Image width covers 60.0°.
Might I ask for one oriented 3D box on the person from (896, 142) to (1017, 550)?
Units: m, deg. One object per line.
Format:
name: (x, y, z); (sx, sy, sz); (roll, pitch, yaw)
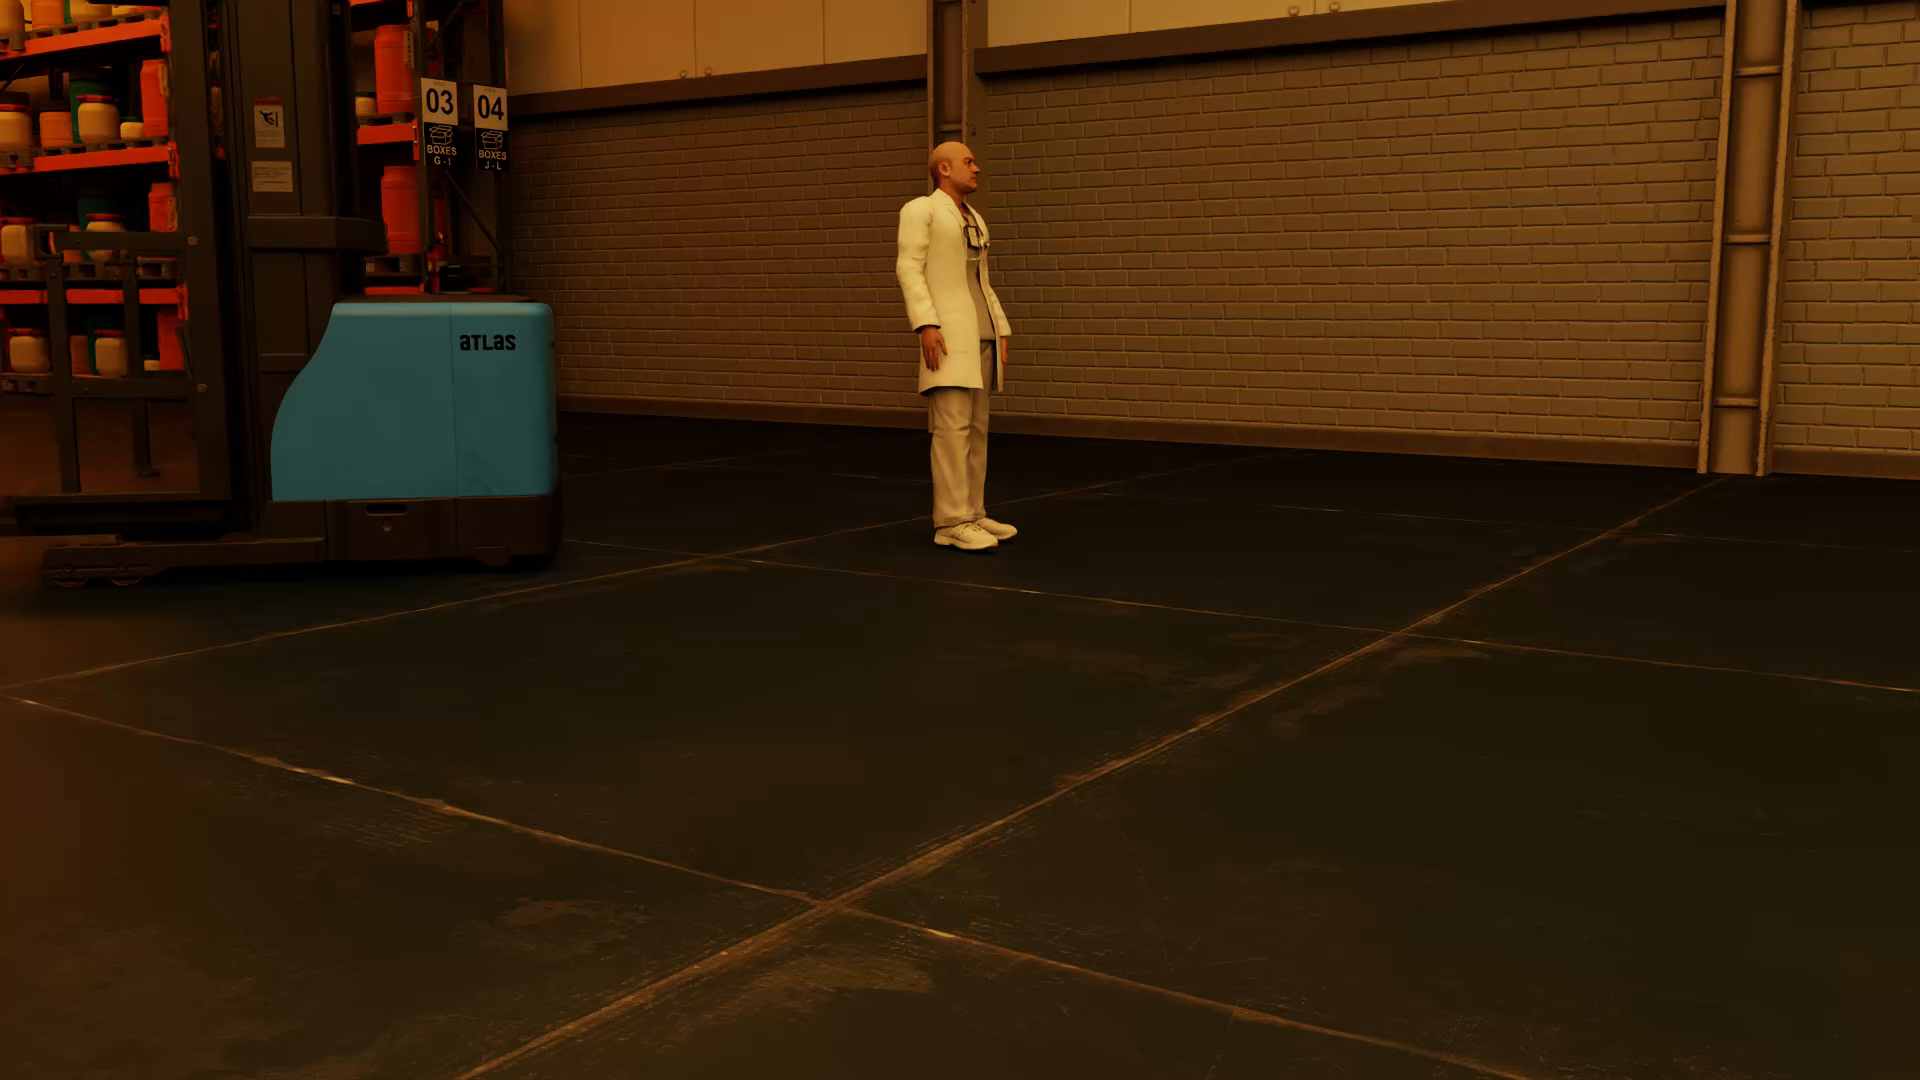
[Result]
person: (0.074, -0.879, 7.424); (0.578, 1.777, 0.696); (5, 10, 34)

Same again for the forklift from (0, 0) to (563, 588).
forklift: (-3.213, -1.351, 6.691); (3.031, 2.935, 1.130); (-2, 8, -12)
